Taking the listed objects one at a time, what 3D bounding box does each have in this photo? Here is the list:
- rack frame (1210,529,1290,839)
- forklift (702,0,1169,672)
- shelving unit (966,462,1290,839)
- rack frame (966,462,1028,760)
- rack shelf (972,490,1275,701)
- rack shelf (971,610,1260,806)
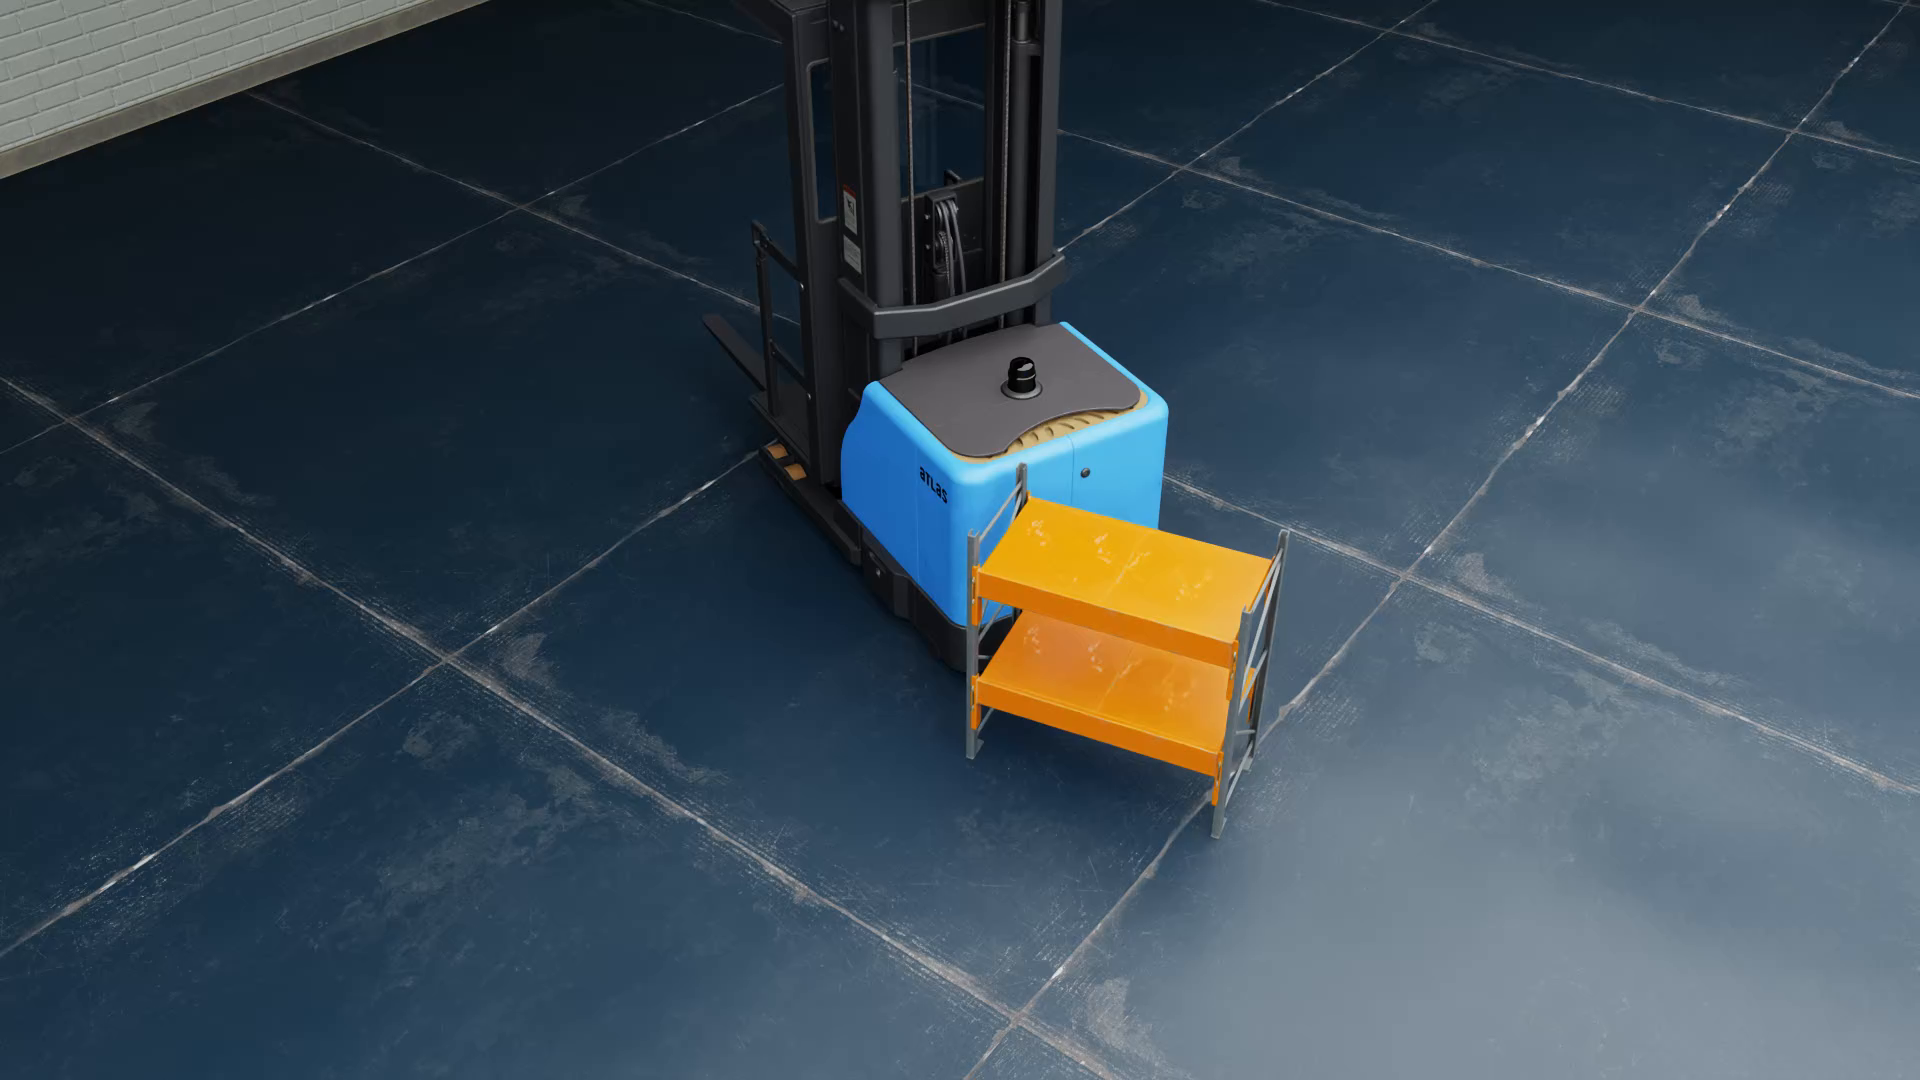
[{"bbox_3d":[1.068,0.548,6.138,0.032,1.125,0.500,16,41,19],"label":"rack frame"},{"bbox_3d":[-0.323,-1.487,7.272,1.130,2.935,3.031,-20,42,-24],"label":"forklift"},{"bbox_3d":[0.604,0.419,6.303,1.048,1.125,0.538,16,41,19],"label":"shelving unit"},{"bbox_3d":[0.141,0.290,6.467,0.032,1.125,0.500,16,41,19],"label":"rack frame"},{"bbox_3d":[0.604,0.188,6.122,1.000,0.278,0.538,16,41,19],"label":"rack shelf"},{"bbox_3d":[0.604,0.611,6.454,1.000,0.278,0.538,16,41,19],"label":"rack shelf"}]
